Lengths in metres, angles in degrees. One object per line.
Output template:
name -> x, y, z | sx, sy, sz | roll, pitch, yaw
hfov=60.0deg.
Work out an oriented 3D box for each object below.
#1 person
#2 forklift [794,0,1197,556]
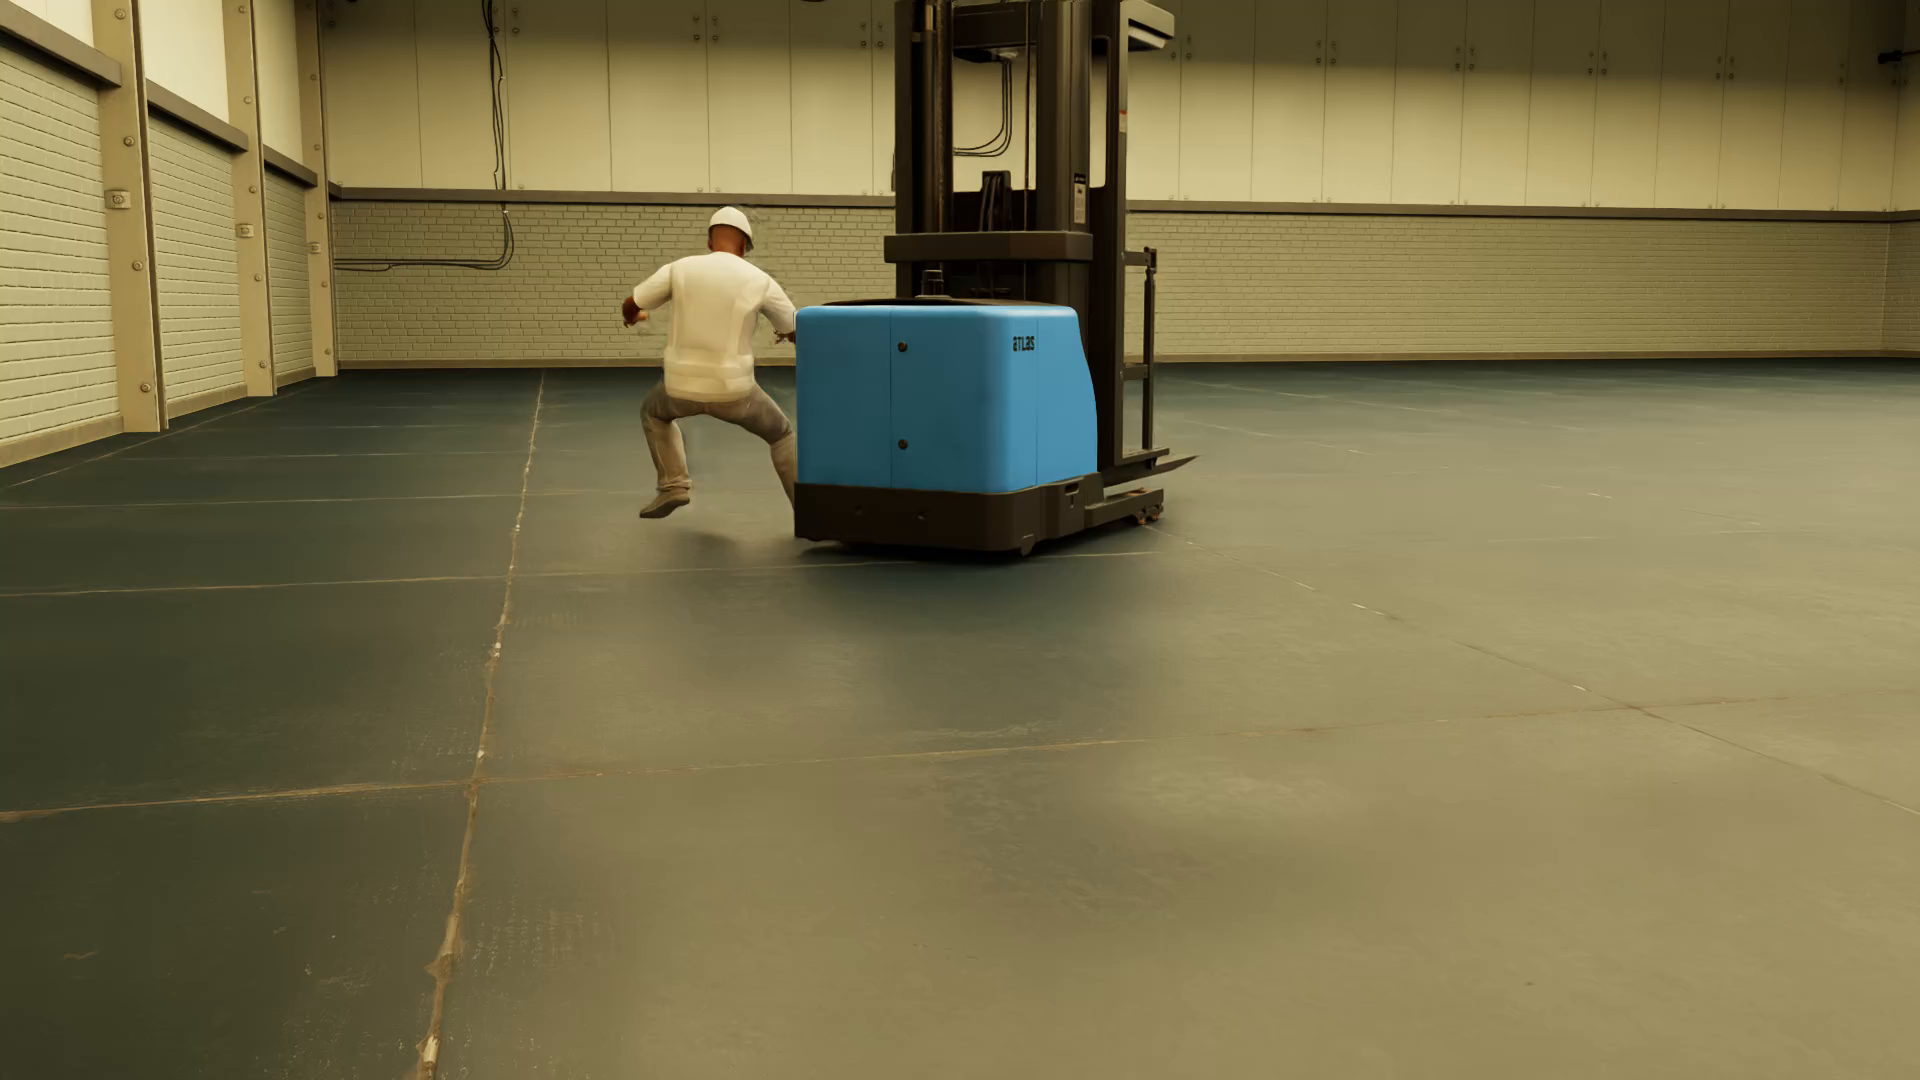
person -> -1.163, -0.818, 8.029 | 1.022, 1.534, 0.782 | 1, 8, 4
forklift -> 0.382, -1.548, 8.195 | 1.130, 2.935, 3.031 | 4, 9, 26
